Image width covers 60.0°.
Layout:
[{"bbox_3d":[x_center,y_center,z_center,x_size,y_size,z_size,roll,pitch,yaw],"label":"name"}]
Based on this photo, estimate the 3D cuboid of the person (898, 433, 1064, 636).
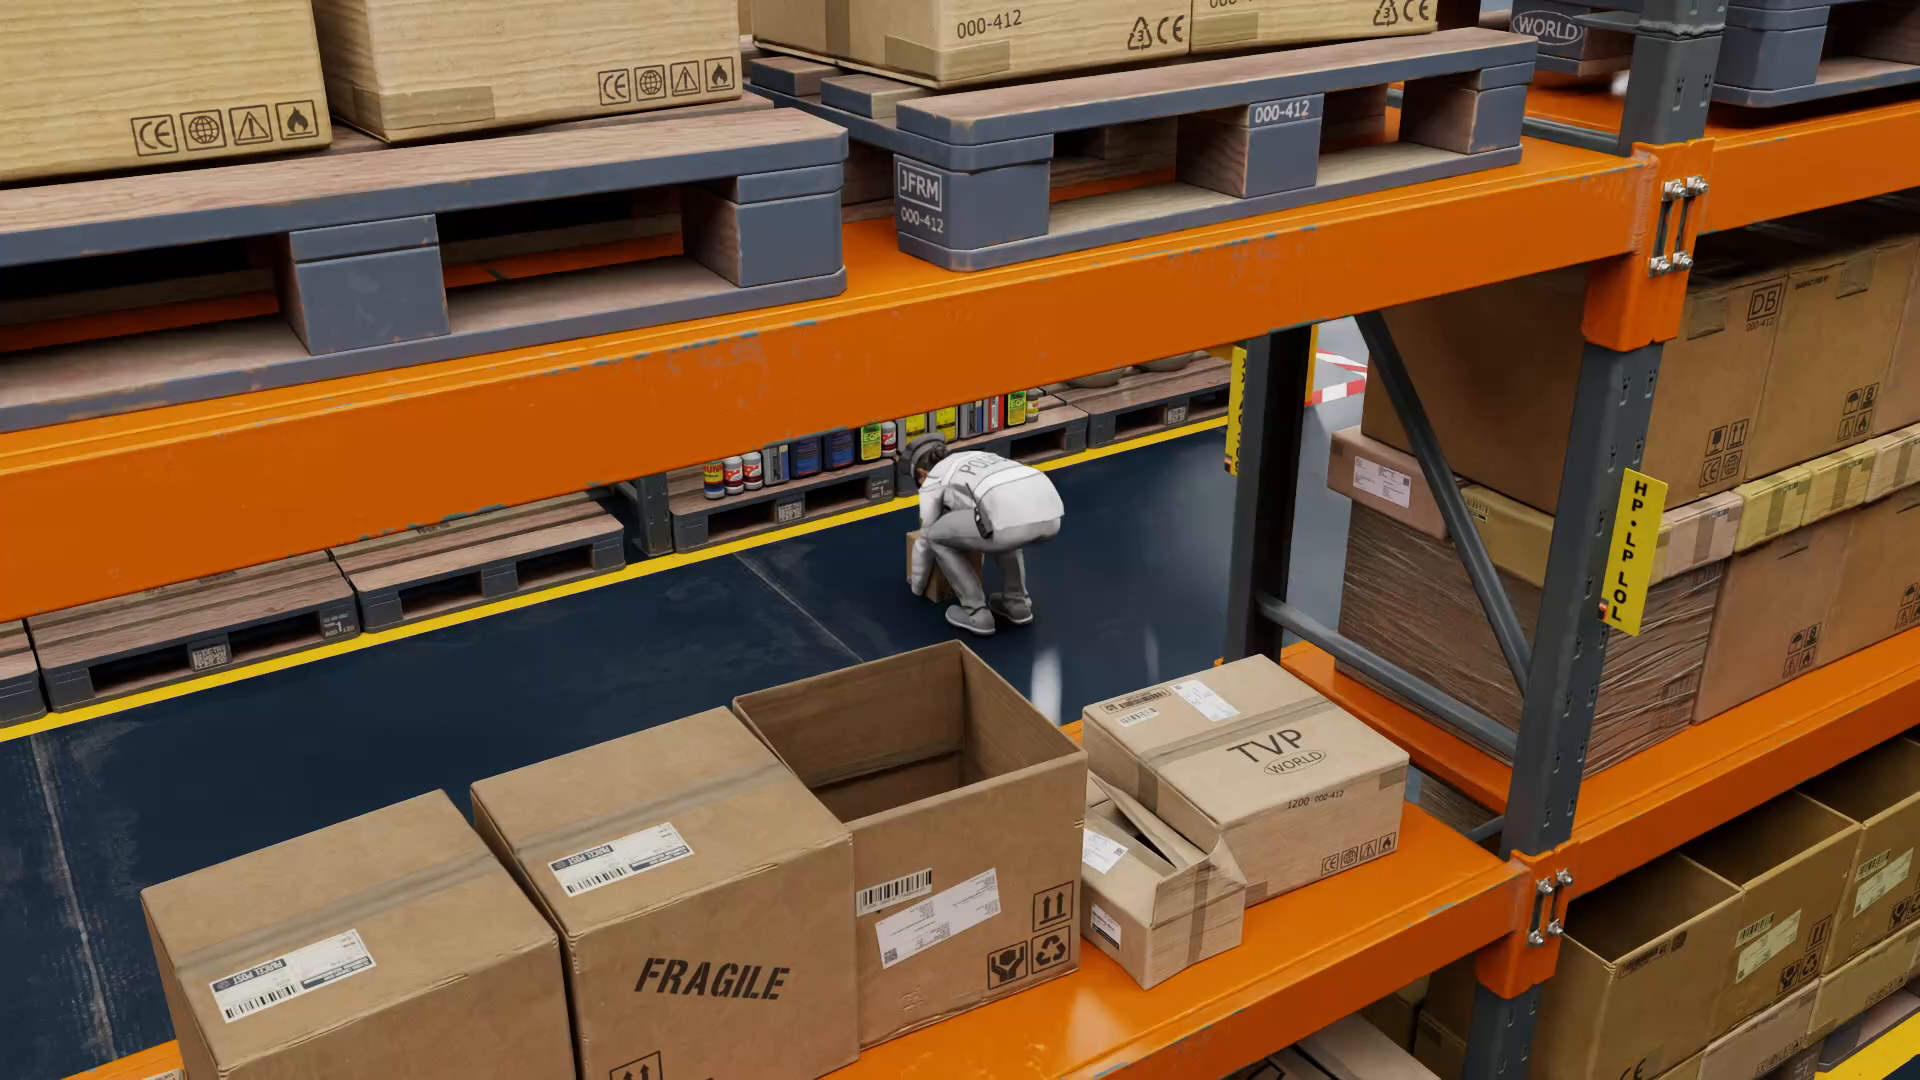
[{"bbox_3d":[0.067,-0.019,7.228,0.441,0.774,0.912,-17,30,-31],"label":"person"}]
